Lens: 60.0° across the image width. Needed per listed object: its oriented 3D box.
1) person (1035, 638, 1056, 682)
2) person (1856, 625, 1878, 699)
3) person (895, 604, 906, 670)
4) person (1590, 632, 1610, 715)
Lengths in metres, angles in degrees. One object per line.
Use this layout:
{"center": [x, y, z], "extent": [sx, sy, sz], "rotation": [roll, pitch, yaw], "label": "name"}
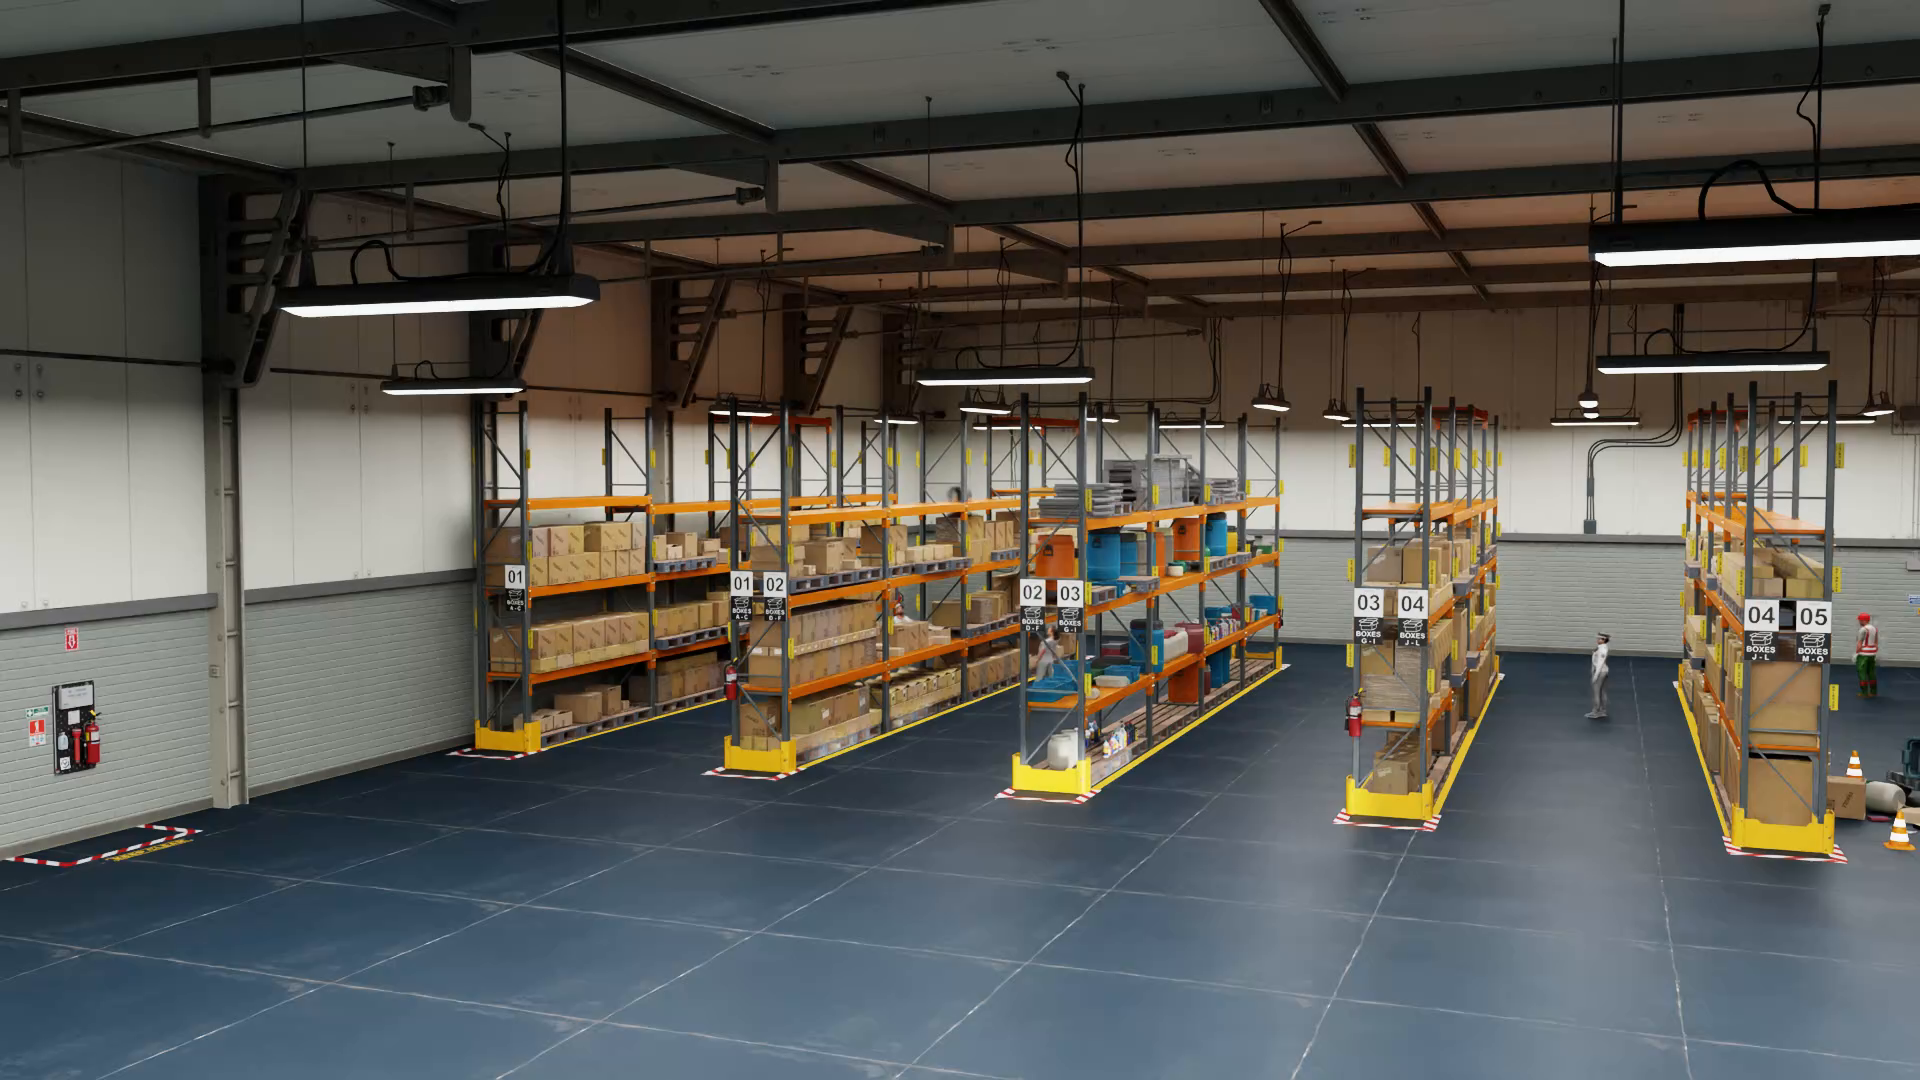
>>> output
{"center": [1.747, 2.633, 33.767], "extent": [0.522, 1.312, 0.341], "rotation": [-3, 4, -44], "label": "person"}
{"center": [19.051, 2.541, 34.959], "extent": [0.468, 1.554, 0.354], "rotation": [-1, 3, -24], "label": "person"}
{"center": [-1.354, 2.318, 36.900], "extent": [0.522, 1.773, 0.580], "rotation": [2, 3, 32], "label": "person"}
{"center": [12.361, 2.568, 32.125], "extent": [0.349, 1.602, 0.465], "rotation": [2, 3, 33], "label": "person"}
